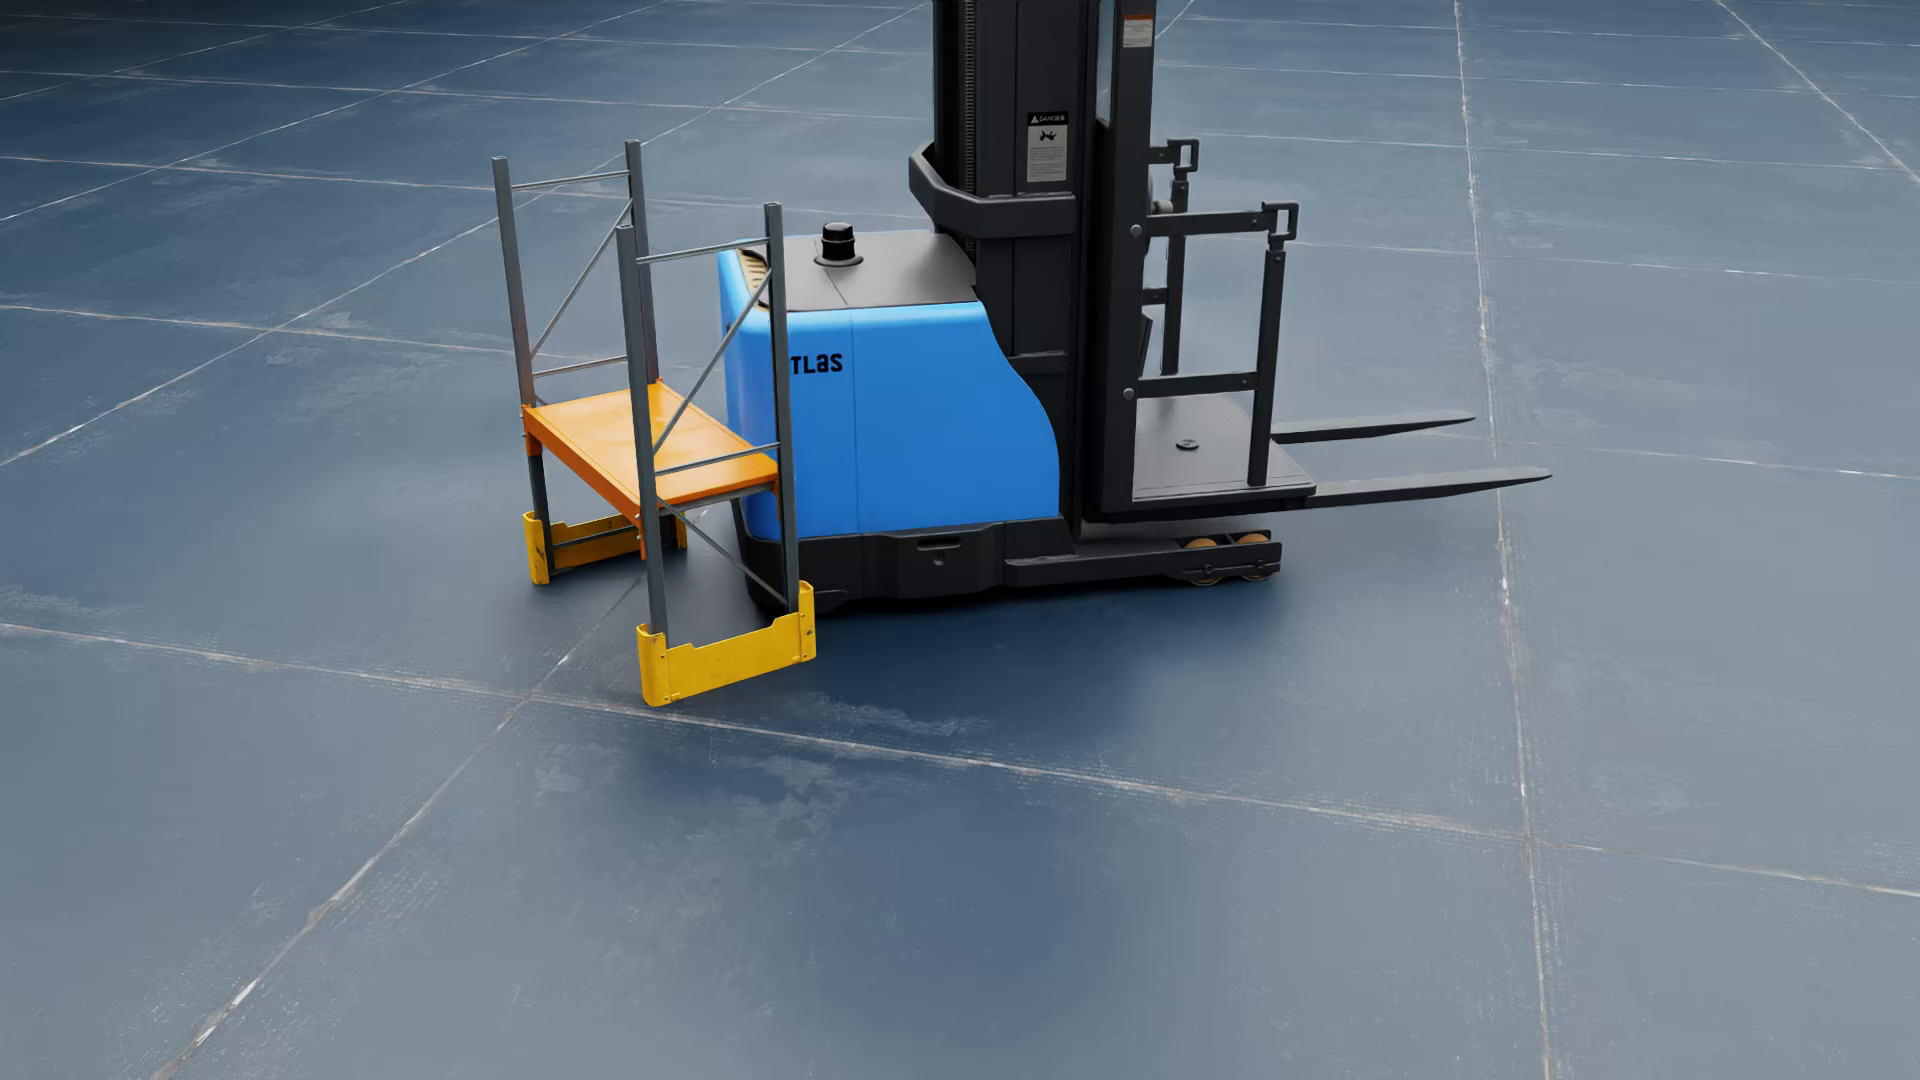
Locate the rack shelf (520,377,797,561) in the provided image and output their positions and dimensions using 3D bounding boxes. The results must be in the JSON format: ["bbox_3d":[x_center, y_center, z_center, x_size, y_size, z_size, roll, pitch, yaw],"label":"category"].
[{"bbox_3d":[-1.010,-0.259,5.469,0.538,0.185,1.000,-16,30,-30],"label":"rack shelf"}]

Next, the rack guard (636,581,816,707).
[{"bbox_3d":[-0.732,0.325,5.277,0.587,0.250,0.087,-16,30,-30],"label":"rack guard"}]

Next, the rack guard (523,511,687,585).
[{"bbox_3d":[-1.278,-0.033,6.029,0.587,0.250,0.087,-16,30,-30],"label":"rack guard"}]

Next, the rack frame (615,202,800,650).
[{"bbox_3d":[-0.732,-0.239,5.007,0.500,1.500,0.032,-16,30,-30],"label":"rack frame"}]

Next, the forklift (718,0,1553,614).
[{"bbox_3d":[0.679,-1.377,5.733,3.031,2.935,1.130,-5,26,-10],"label":"forklift"}]

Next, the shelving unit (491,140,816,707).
[{"bbox_3d":[-1.005,-0.419,5.384,0.587,1.500,1.083,-16,30,-30],"label":"shelving unit"}]

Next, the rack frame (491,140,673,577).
[{"bbox_3d":[-1.289,-0.605,5.775,0.500,1.500,0.032,-16,30,-30],"label":"rack frame"}]
